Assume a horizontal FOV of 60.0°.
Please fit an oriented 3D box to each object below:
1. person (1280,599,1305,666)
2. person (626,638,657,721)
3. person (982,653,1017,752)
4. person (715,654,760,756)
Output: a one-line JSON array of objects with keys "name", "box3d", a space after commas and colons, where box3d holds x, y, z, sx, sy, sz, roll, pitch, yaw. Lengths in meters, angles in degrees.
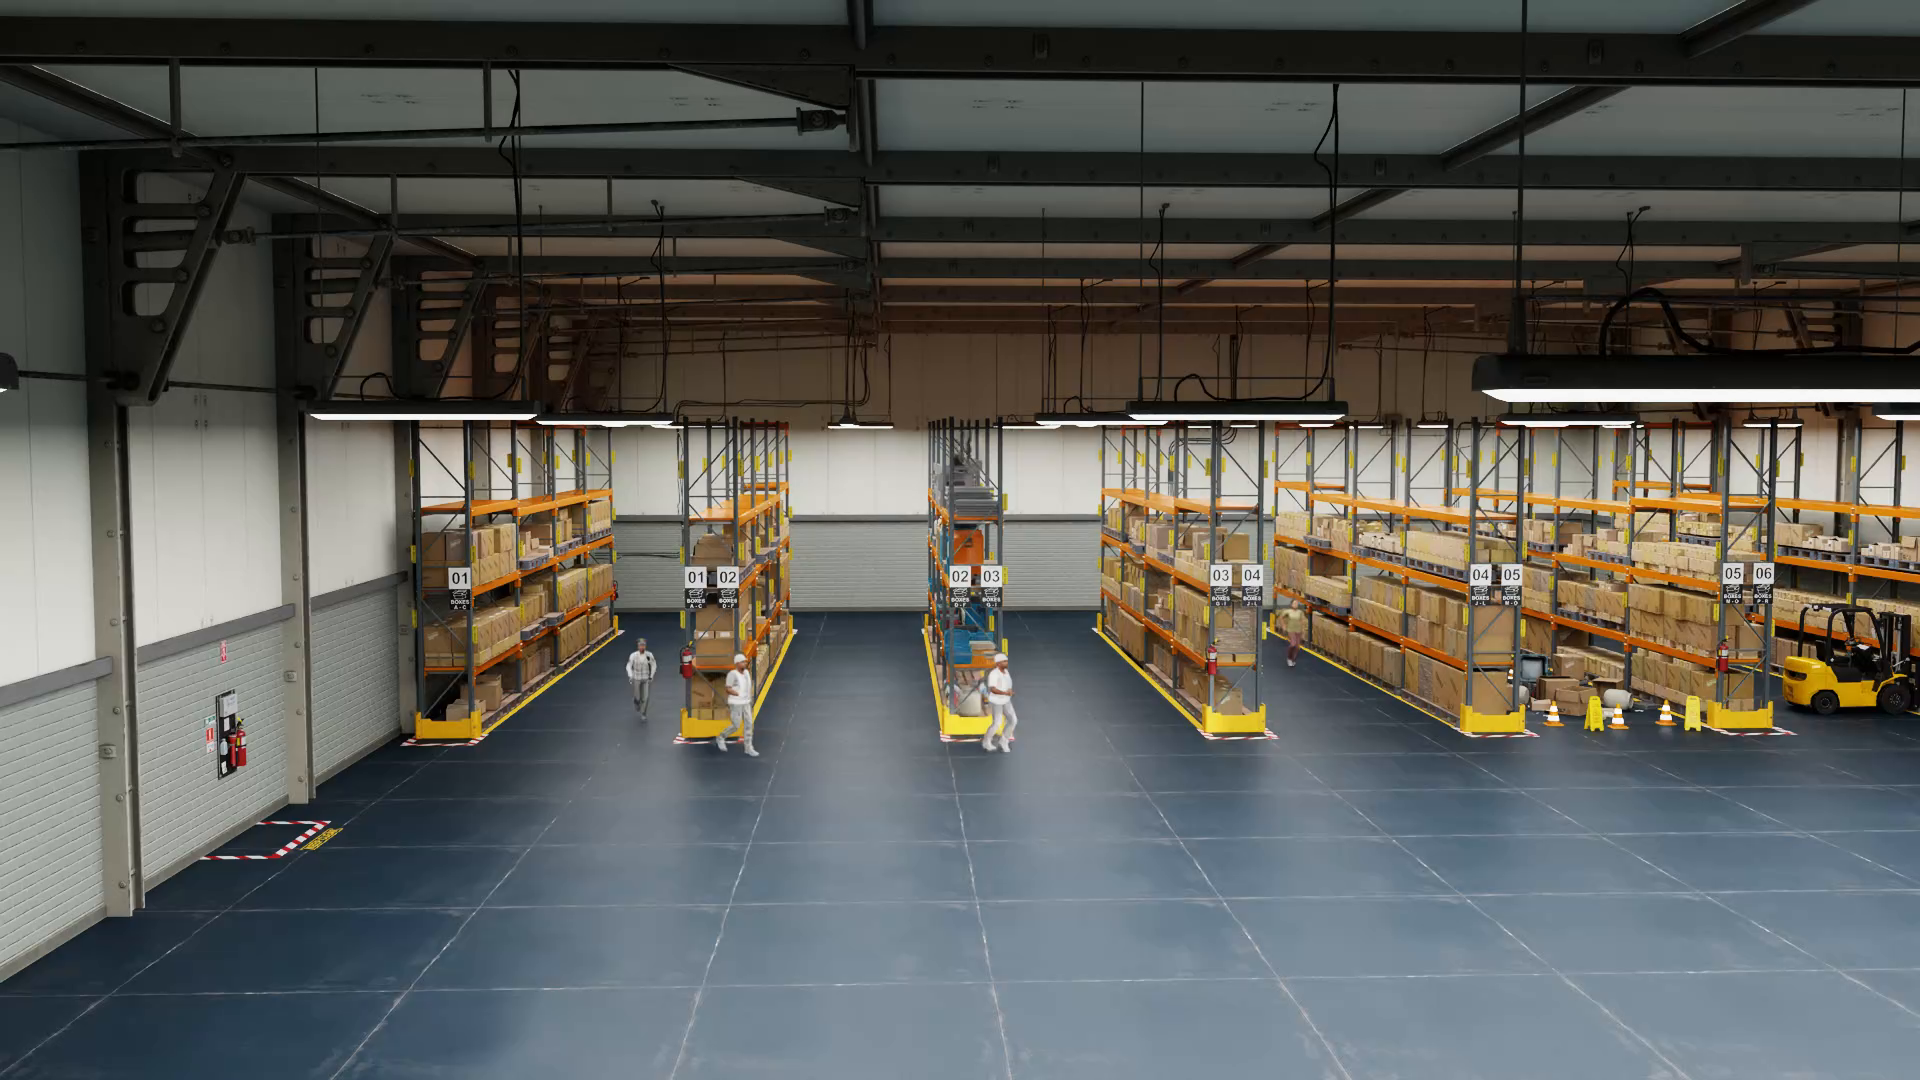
[{"name": "person", "box3d": [8.113, 2.249, 40.365, 0.550, 1.640, 0.634, -1, 4, -8]}, {"name": "person", "box3d": [-6.327, 2.754, 33.068, 0.603, 1.643, 0.593, -1, 4, -16]}, {"name": "person", "box3d": [0.751, 2.924, 29.681, 0.718, 1.815, 0.724, 2, 4, 33]}, {"name": "person", "box3d": [-3.924, 2.910, 29.438, 0.863, 1.794, 0.708, 2, 4, 28]}]
